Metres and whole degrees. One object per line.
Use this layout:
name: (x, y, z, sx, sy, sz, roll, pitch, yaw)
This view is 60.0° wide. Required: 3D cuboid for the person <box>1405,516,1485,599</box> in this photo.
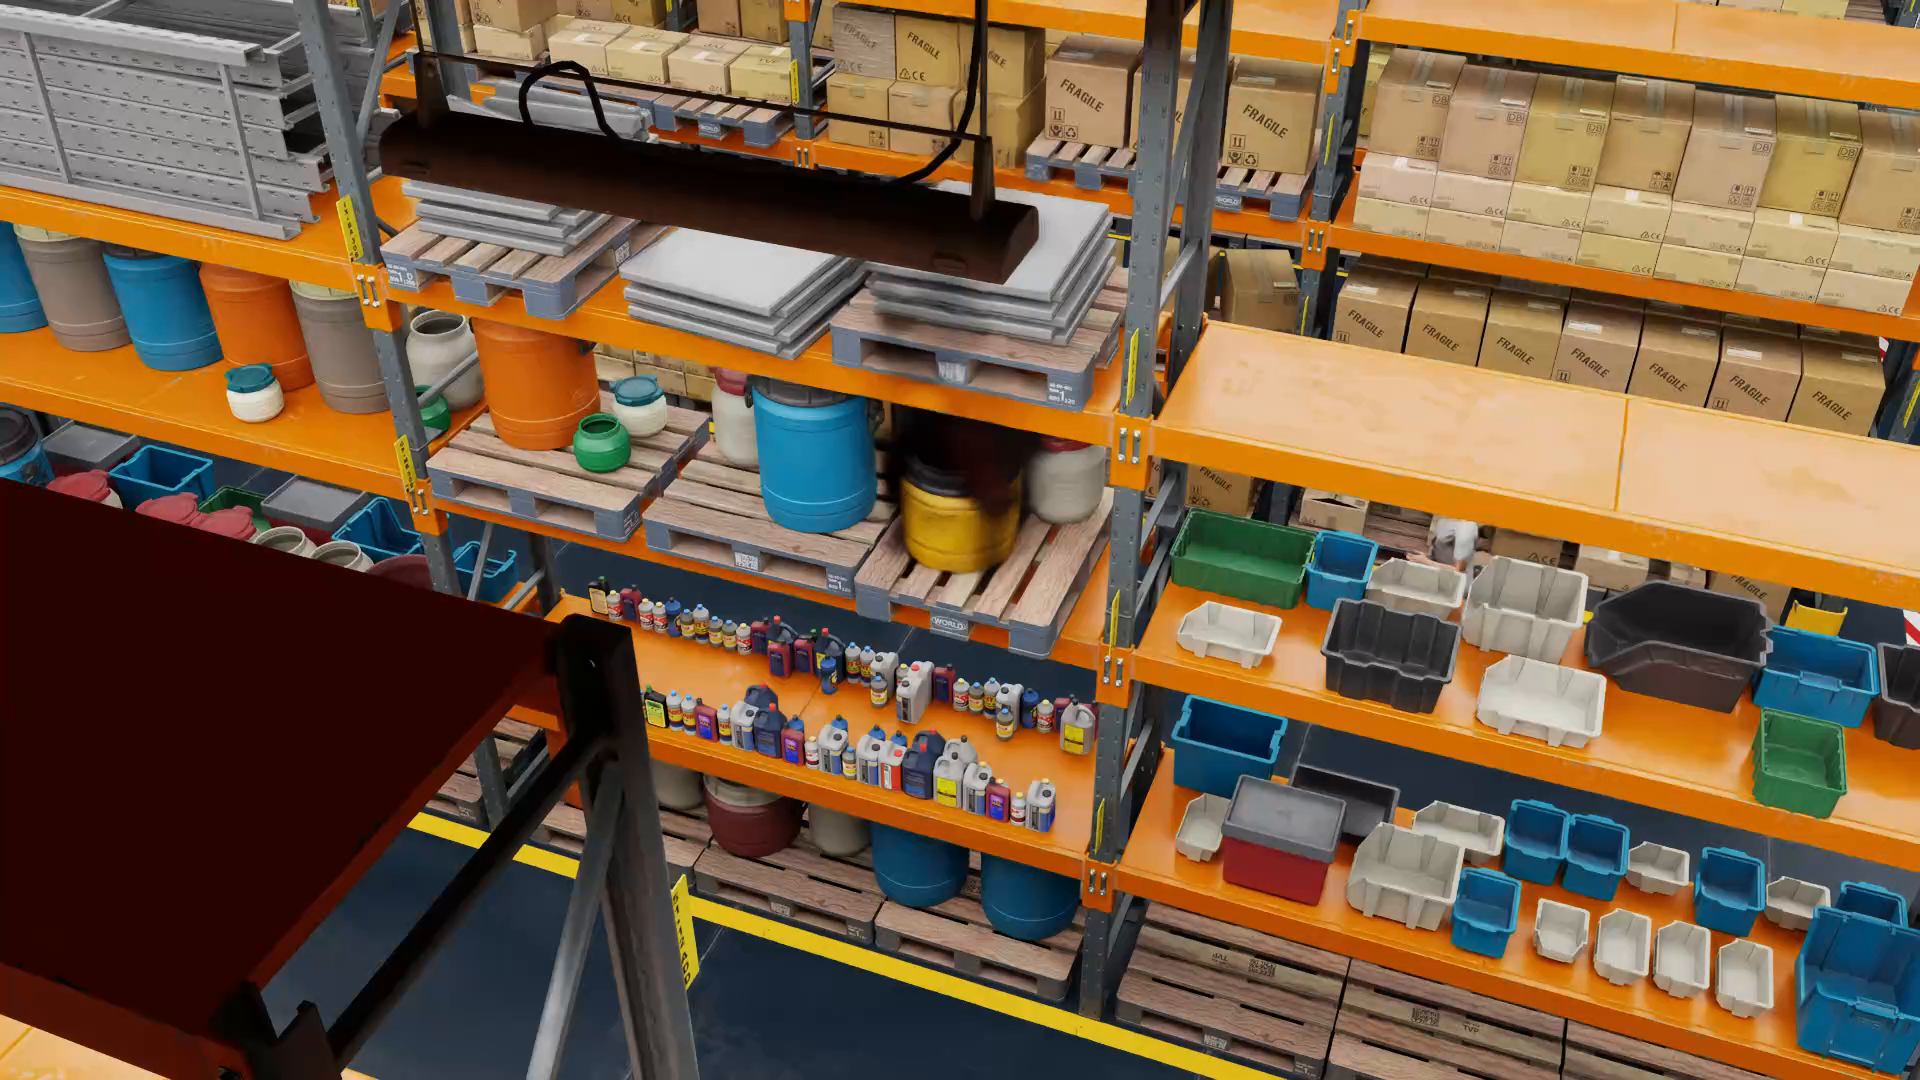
person: (3.316, 0.279, 11.187, 0.895, 1.667, 0.581, 8, 37, 10)
